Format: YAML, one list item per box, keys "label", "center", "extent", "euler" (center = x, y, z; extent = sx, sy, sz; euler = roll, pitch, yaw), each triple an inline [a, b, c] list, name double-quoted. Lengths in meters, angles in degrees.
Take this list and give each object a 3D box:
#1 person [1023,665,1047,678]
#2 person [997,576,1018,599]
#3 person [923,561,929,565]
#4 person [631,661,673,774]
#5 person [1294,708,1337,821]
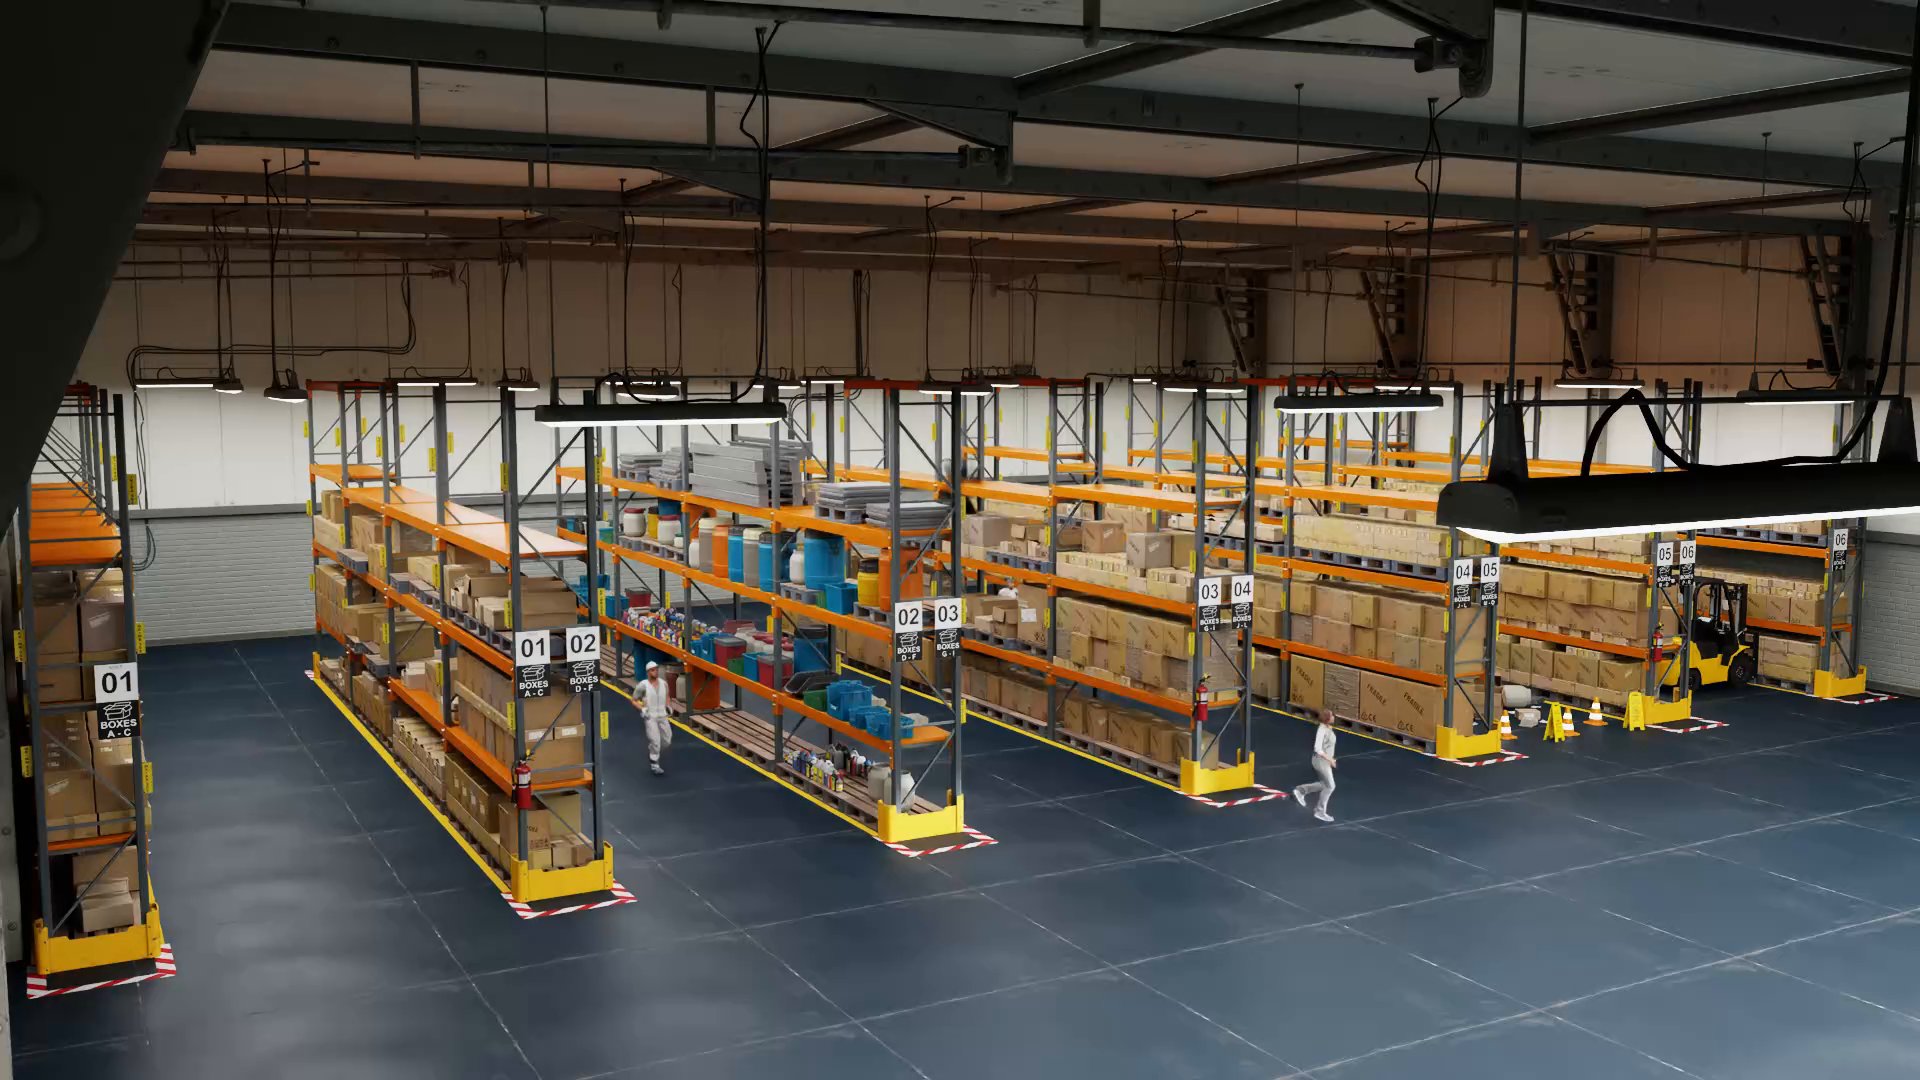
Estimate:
- label: "person"
  center: [1.560, 2.006, 32.613]
  extent: [0.720, 1.738, 0.787]
  euler: [-5, 8, -37]
- label: "person"
  center: [1.113, 1.639, 36.292]
  extent: [0.586, 1.747, 0.777]
  euler: [-3, 7, -25]
- label: "person"
  center: [-0.920, 1.299, 39.820]
  extent: [0.691, 1.604, 0.547]
  euler: [-1, 6, -9]
- label: "person"
  center: [-4.743, 2.736, 25.702]
  extent: [0.653, 1.736, 0.621]
  euler: [-5, 8, -38]
- label: "person"
  center: [4.952, 3.110, 23.130]
  extent: [0.608, 1.584, 0.549]
  euler: [2, 6, 19]
